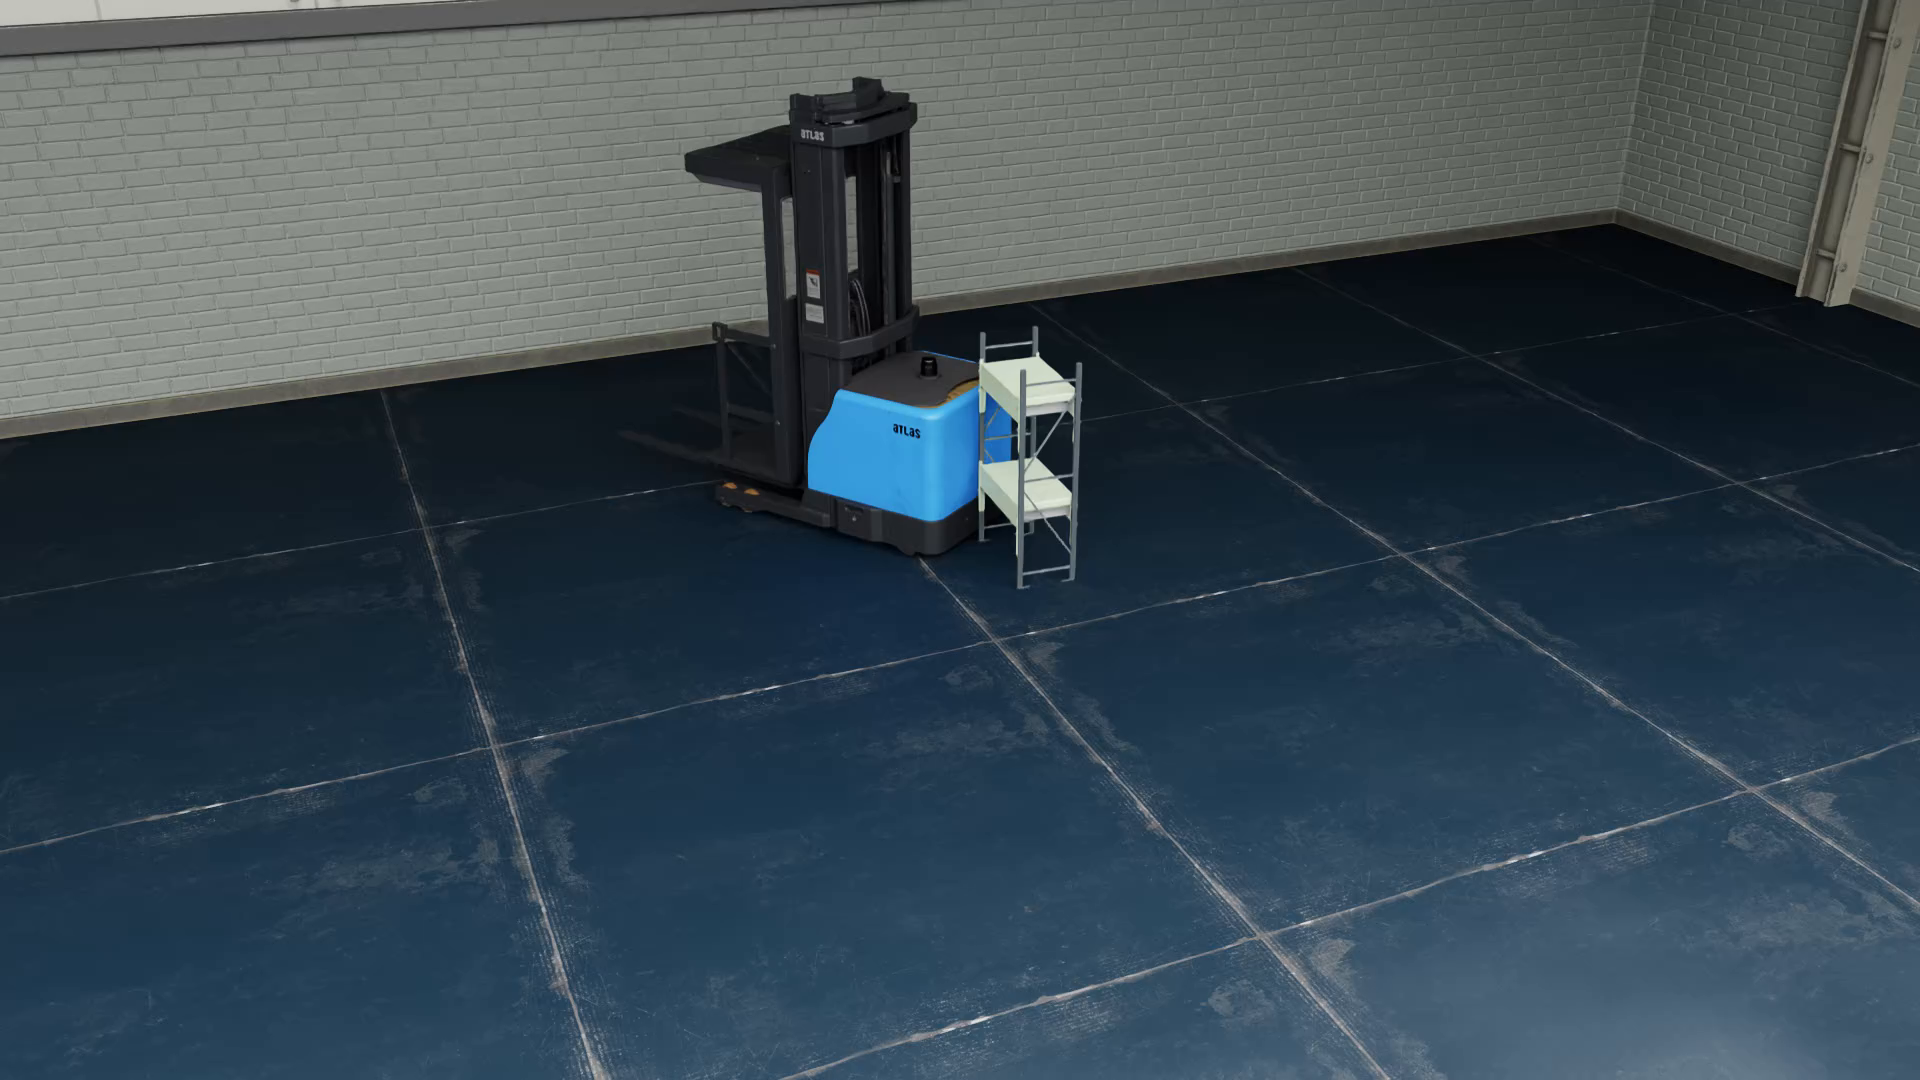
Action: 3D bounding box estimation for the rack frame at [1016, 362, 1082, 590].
[{"bbox_3d":[0.558,-0.385,10.475,0.400,1.500,0.023,-9,27,-17],"label":"rack frame"}]

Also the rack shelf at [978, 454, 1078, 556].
[{"bbox_3d":[0.438,-0.243,10.928,0.431,0.370,0.720,-9,27,-17],"label":"rack shelf"}]

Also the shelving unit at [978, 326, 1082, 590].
[{"bbox_3d":[0.438,-0.536,10.785,0.431,1.500,0.755,-9,27,-17],"label":"shelving unit"}]

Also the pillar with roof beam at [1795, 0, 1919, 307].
[{"bbox_3d":[4.443,-5.650,12.711,9.100,9.000,0.400,-11,28,-21],"label":"pillar with roof beam"}]

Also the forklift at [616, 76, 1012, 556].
[{"bbox_3d":[-1.145,-1.688,11.513,3.031,2.935,1.130,16,30,29],"label":"forklift"}]

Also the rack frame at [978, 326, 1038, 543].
[{"bbox_3d":[0.318,-0.688,11.096,0.400,1.500,0.023,-9,27,-17],"label":"rack frame"}]

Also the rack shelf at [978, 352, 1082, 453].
[{"bbox_3d":[0.438,-0.887,10.614,0.431,0.370,0.720,-9,27,-17],"label":"rack shelf"}]
